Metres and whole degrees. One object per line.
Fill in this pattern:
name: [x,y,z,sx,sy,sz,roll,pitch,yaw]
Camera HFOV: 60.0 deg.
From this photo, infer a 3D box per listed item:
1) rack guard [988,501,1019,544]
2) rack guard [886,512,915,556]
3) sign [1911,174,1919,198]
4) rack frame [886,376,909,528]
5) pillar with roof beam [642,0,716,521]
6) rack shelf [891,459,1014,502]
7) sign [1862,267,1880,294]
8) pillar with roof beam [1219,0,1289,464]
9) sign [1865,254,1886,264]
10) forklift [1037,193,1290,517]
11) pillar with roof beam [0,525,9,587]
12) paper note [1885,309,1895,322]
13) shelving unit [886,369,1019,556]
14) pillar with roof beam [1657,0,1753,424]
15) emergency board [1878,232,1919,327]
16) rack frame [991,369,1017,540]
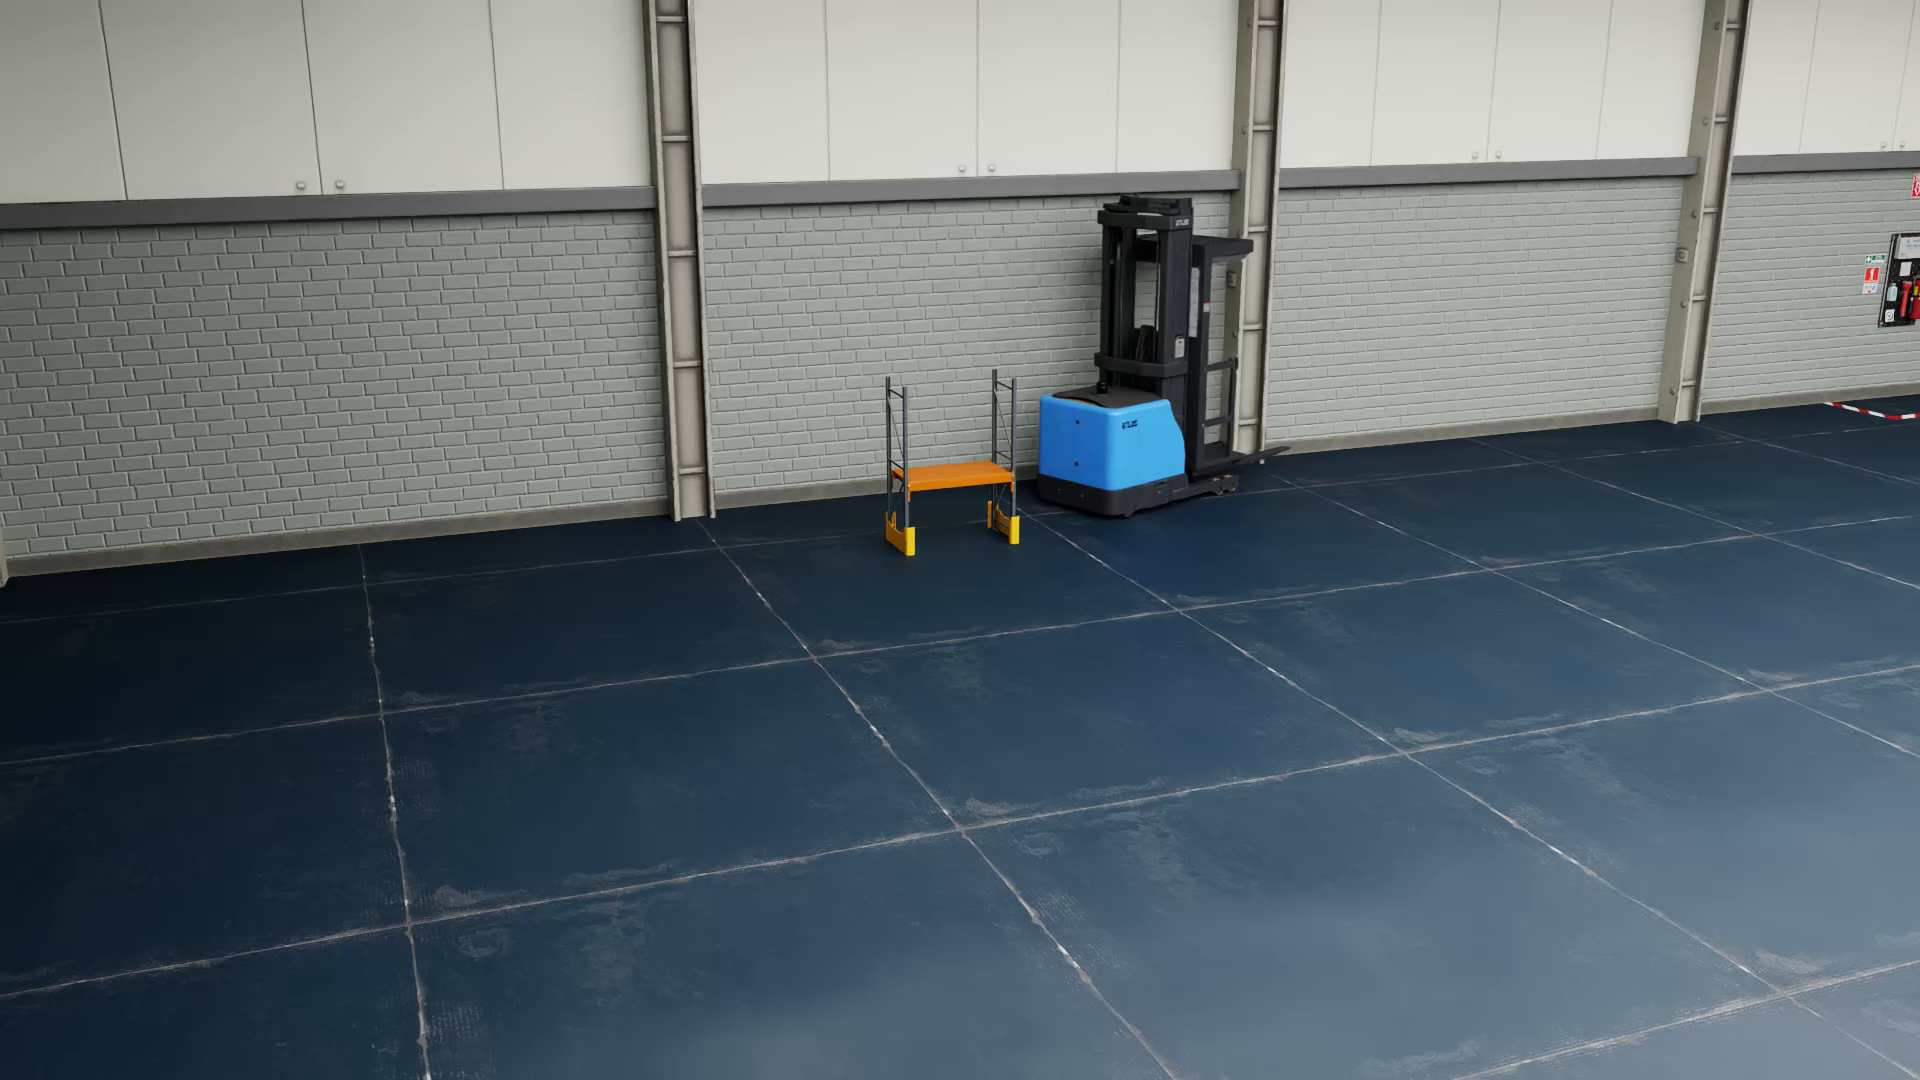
rack guard: [0.394,-0.162,15.208,0.087,0.250,0.587,-6,17,-20]
rack guard: [-0.536,-0.062,14.866,0.087,0.250,0.587,-6,17,-20]
sign: [11.879,-4.391,20.612,0.199,0.298,0.001,-6,17,-20]
rack frame: [-0.554,-0.660,14.683,0.032,1.500,0.500,-6,17,-20]
pillar with roof beam: [-1.024,-3.423,10.784,0.400,9.000,9.100,-6,17,-20]
rack shelf: [-0.080,-0.538,14.908,1.000,0.185,0.538,-6,17,-20]
sign: [11.369,-3.241,20.749,0.234,0.329,0.001,-6,17,-20]
pillar with roof beam: [4.578,-4.028,12.844,0.400,9.000,9.100,-6,17,-20]
sign: [11.376,-3.494,20.668,0.331,0.109,0.001,-6,17,-20]
forklift: [2.173,-1.953,16.548,3.031,2.935,1.130,-15,22,-41]
pillar with roof beam: [-6.627,-2.818,8.724,0.400,9.000,9.100,-6,17,-20]
paper note: [11.732,-2.831,20.977,0.142,0.148,0.016,-6,17,-20]
shelving unit: [-0.071,-0.712,14.861,1.083,1.500,0.587,-6,17,-20]
pillar with roof beam: [10.181,-4.633,14.904,0.400,9.000,9.100,-6,17,-20]
emergency board: [11.922,-3.253,20.852,0.643,1.169,0.194,-6,17,-20]
rack frame: [0.395,-0.762,15.032,0.032,1.500,0.500,-6,17,-20]
